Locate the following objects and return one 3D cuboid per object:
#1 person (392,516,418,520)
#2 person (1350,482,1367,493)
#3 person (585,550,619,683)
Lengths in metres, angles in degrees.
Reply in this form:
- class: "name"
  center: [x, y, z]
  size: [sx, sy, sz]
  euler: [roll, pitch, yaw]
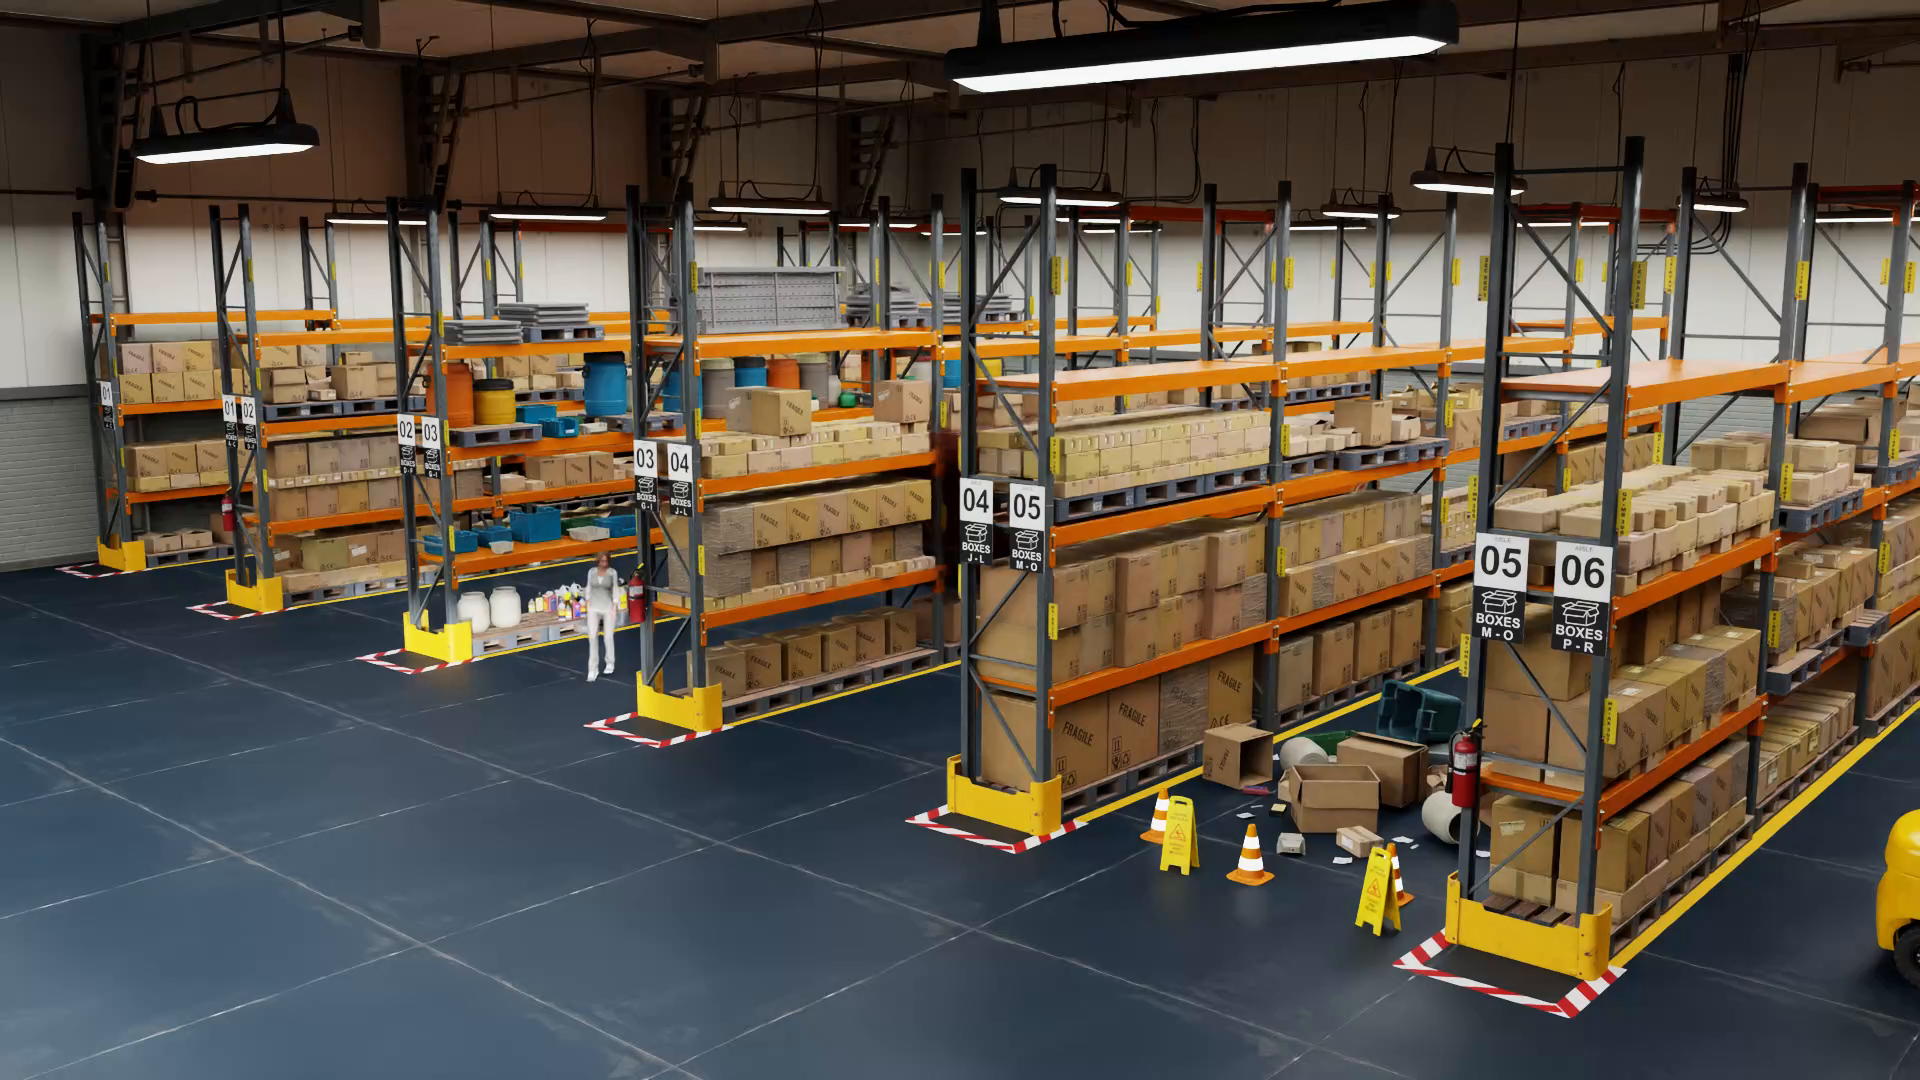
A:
- class: "person"
  center: [-10.220, -0.709, 30.396]
  size: [0.643, 1.663, 1.078]
  euler: [4, 10, 22]
- class: "person"
  center: [6.633, -0.300, 27.638]
  size: [0.581, 1.721, 1.050]
  euler: [7, 12, 36]
- class: "person"
  center: [-4.498, 0.943, 20.892]
  size: [0.437, 1.613, 0.610]
  euler: [-1, 10, -5]
